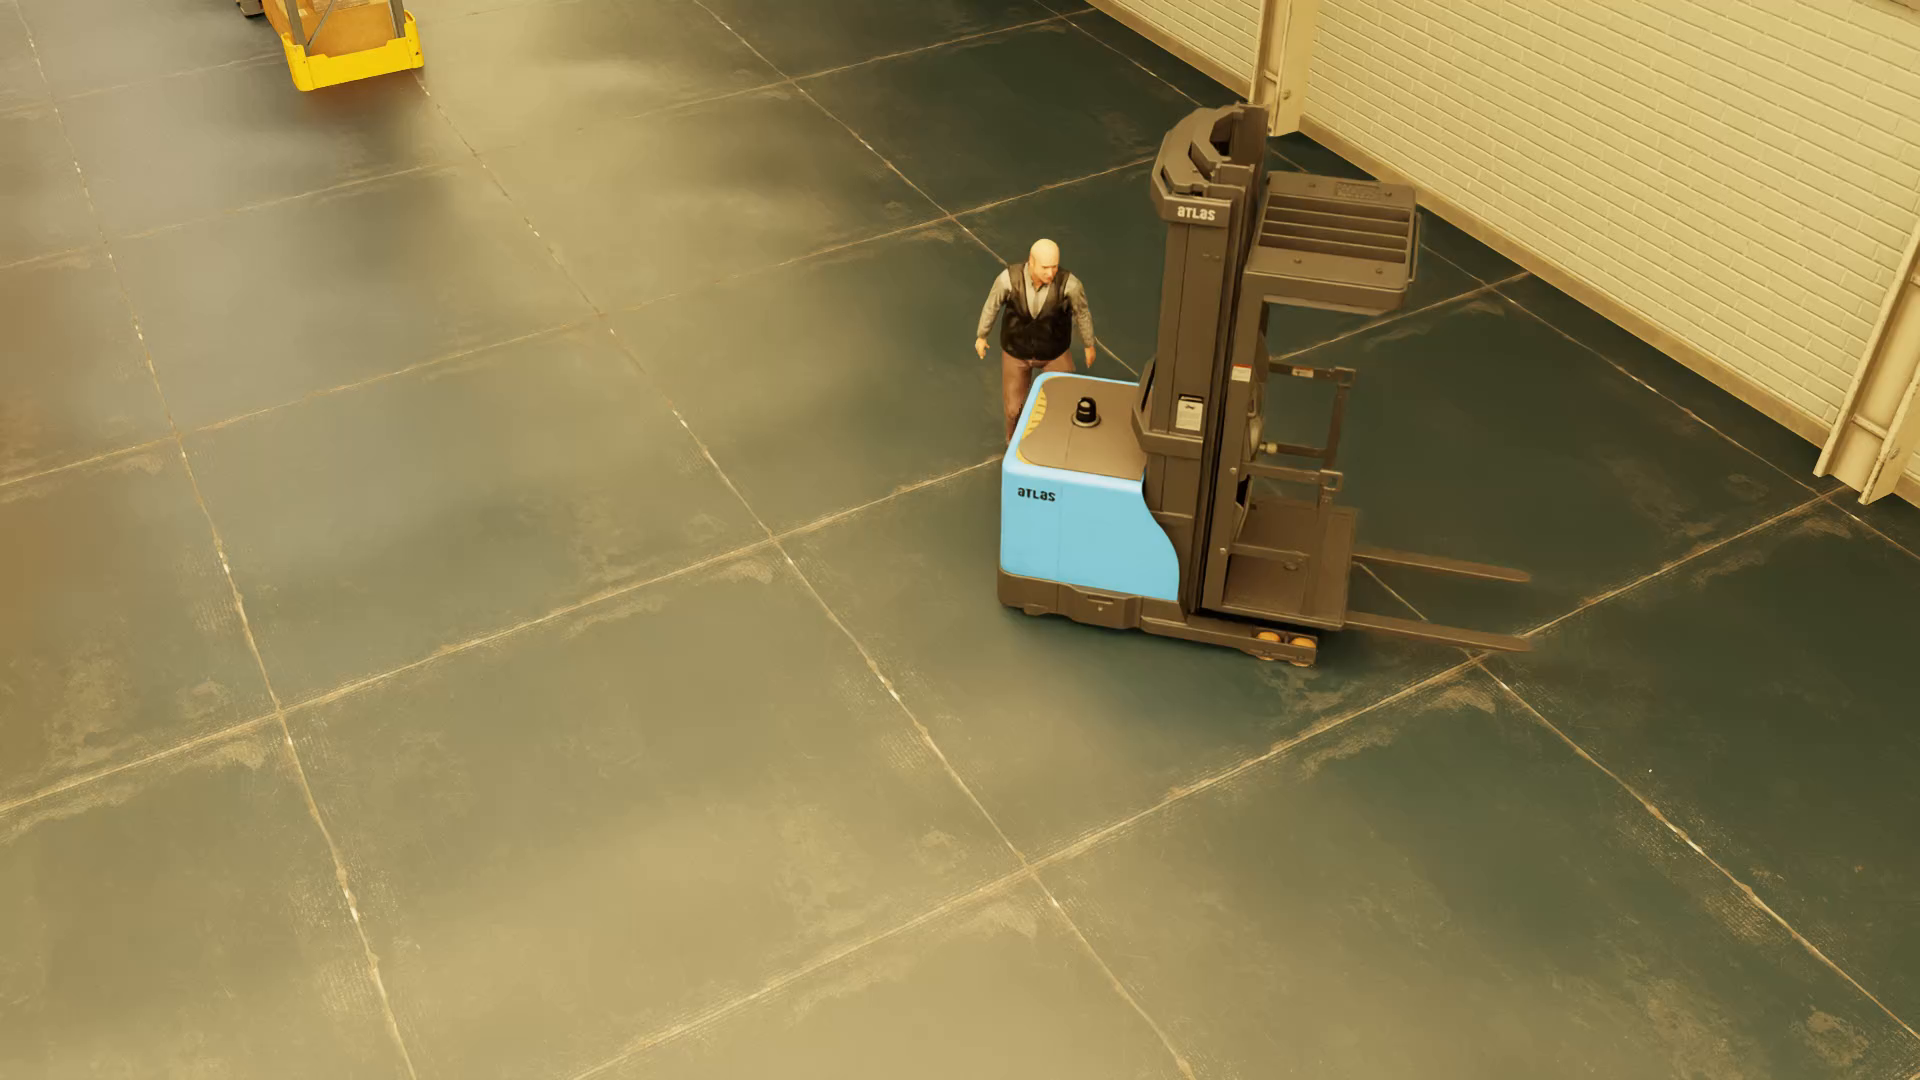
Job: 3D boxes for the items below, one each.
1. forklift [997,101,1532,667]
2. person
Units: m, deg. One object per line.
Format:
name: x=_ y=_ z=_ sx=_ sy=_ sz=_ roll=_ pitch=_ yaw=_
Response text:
forklift: x=1.794 y=-0.785 z=8.983 sx=3.031 sy=2.935 sz=1.130 roll=9 pitch=41 yaw=11
person: x=0.511 y=-1.172 z=10.429 sx=0.849 sy=1.693 sz=0.409 roll=3 pitch=40 yaw=3
